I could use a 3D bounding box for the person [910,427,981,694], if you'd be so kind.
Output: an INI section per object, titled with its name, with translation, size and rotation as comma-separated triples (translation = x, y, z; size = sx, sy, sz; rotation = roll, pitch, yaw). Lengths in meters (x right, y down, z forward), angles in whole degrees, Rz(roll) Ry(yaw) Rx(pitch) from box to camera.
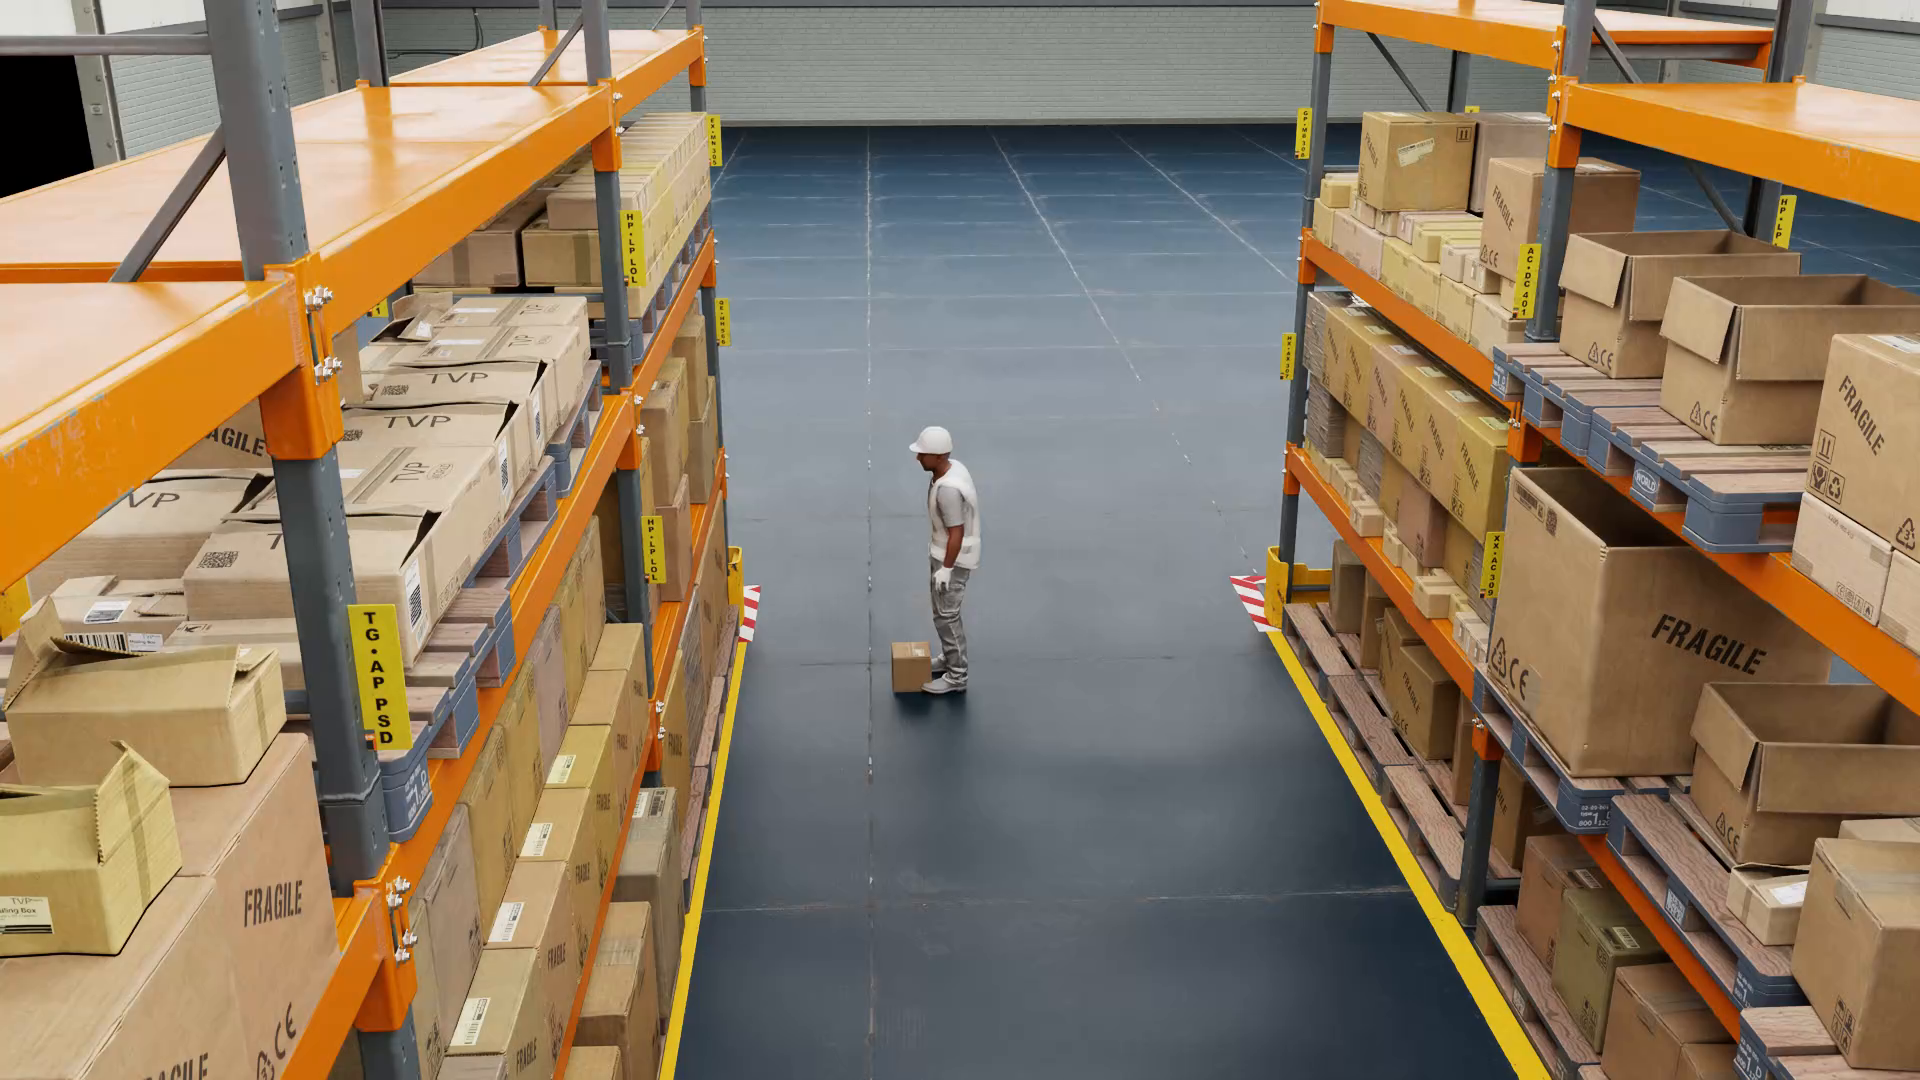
[person]
translation = -0.095, 0.115, 10.747
size = 0.450, 1.774, 0.617
rotation = -1, 20, -3
